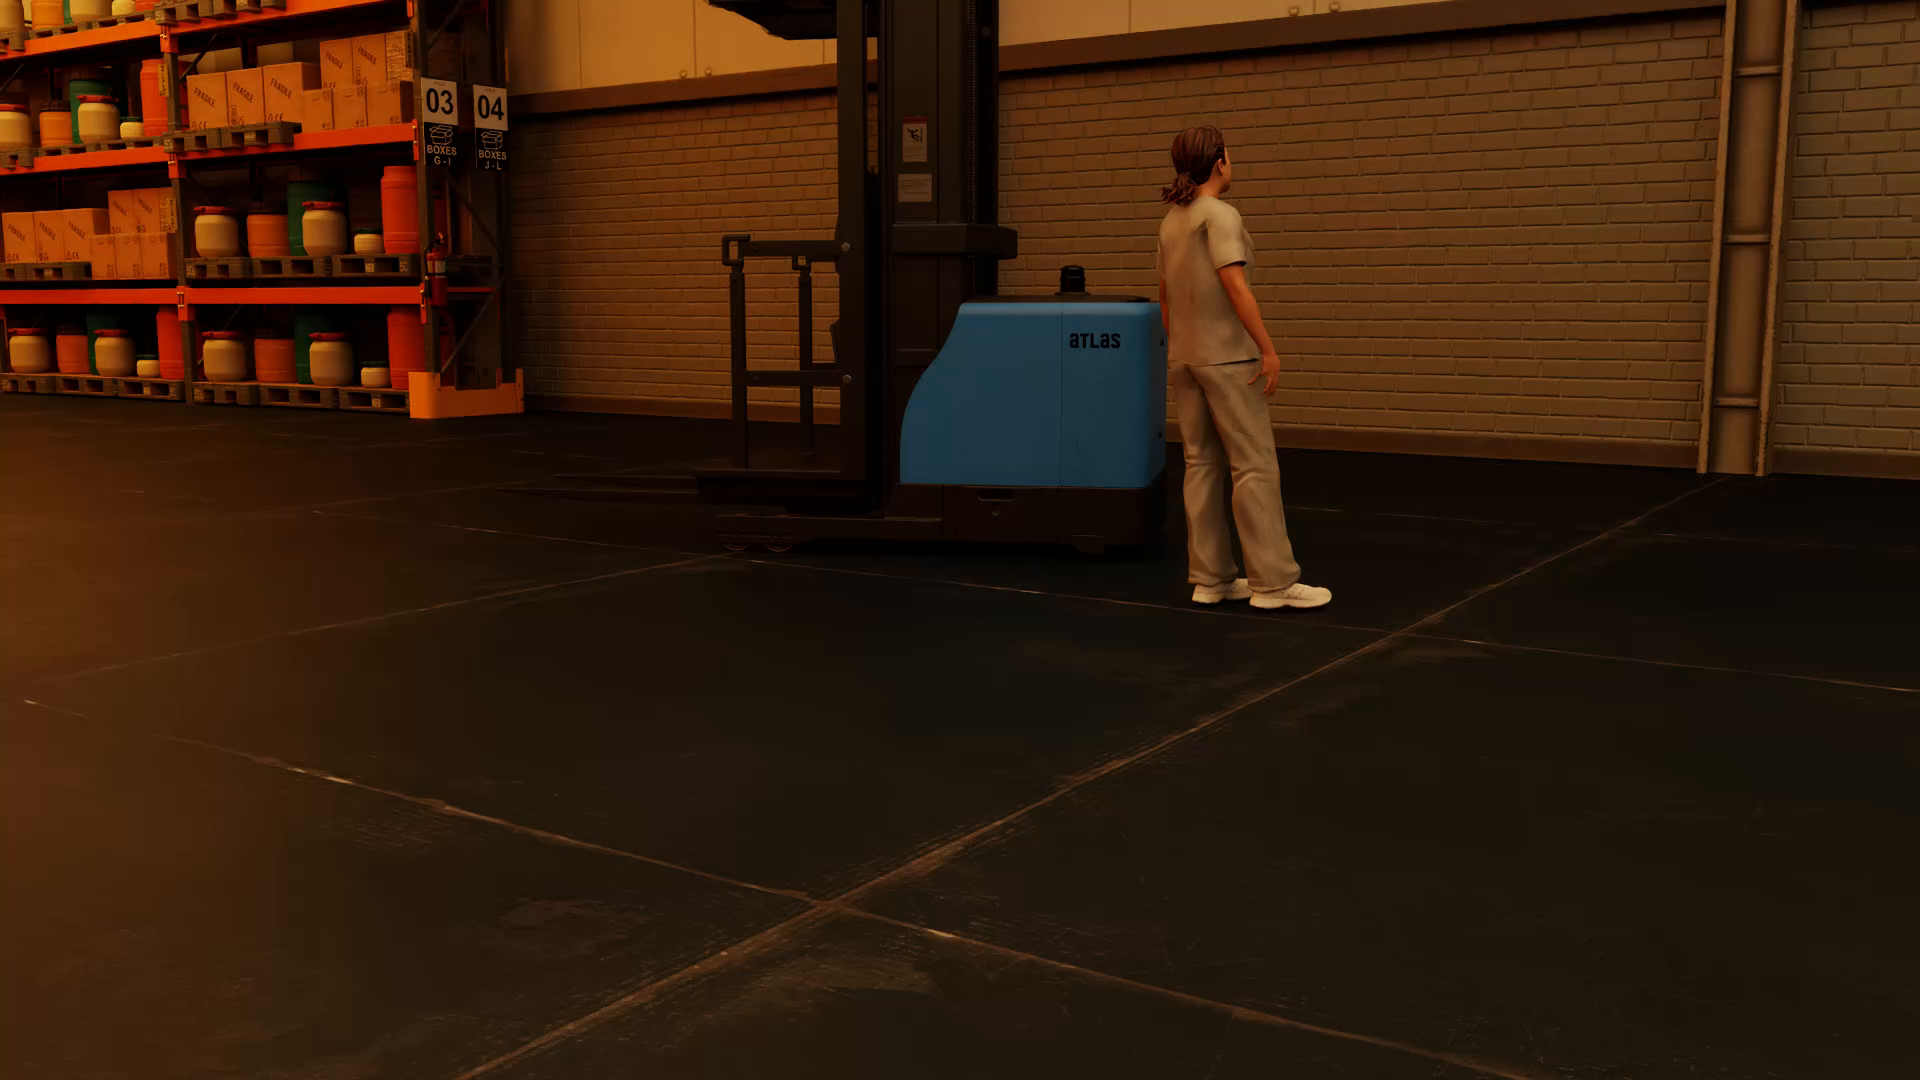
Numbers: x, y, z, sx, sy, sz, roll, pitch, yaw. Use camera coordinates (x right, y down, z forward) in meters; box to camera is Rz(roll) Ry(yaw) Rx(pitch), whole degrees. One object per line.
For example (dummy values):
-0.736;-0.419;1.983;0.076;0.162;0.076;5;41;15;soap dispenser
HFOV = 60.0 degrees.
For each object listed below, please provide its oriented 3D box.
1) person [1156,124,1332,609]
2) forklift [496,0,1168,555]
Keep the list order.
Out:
0.969;-0.608;5.877;0.533;1.675;0.550;-4;9;-28;person
-0.596;-1.469;7.520;3.031;2.935;1.130;2;8;12;forklift
